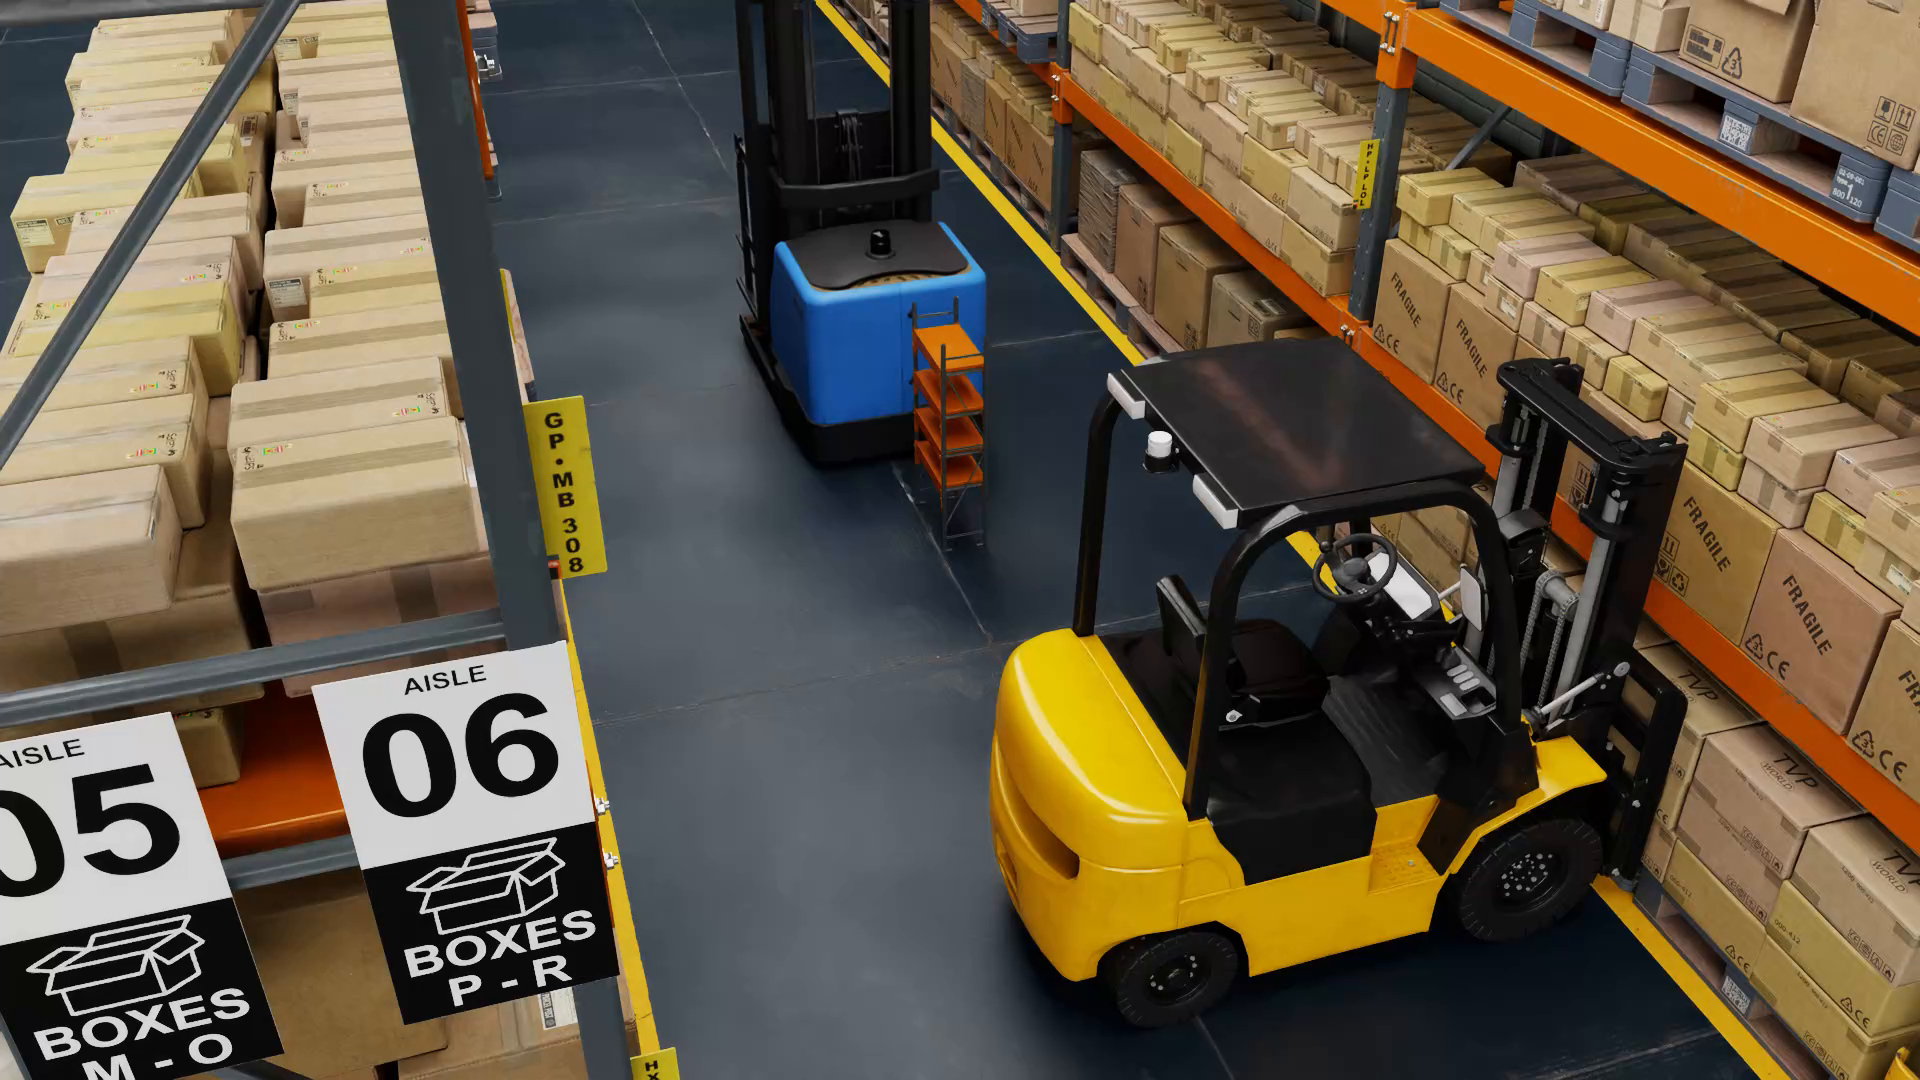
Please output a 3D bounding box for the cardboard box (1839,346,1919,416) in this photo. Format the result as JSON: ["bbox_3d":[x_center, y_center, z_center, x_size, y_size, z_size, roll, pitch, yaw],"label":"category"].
[{"bbox_3d":[3.390,-0.556,5.921,0.380,0.149,0.250,-11,35,-16],"label":"cardboard box"}]

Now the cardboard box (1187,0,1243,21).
[{"bbox_3d":[1.641,-3.318,10.371,0.380,0.149,0.250,-10,35,-15],"label":"cardboard box"}]

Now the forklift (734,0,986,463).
[{"bbox_3d":[-0.777,-2.459,9.813,1.130,2.935,3.031,-10,35,-15],"label":"forklift"}]

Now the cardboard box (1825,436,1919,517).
[{"bbox_3d":[3.057,-0.196,5.377,0.380,0.149,0.250,-10,35,-14],"label":"cardboard box"}]

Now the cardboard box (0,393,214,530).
[{"bbox_3d":[-1.570,-0.119,2.993,0.380,0.149,0.250,-9,35,-14],"label":"cardboard box"}]

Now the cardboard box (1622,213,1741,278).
[{"bbox_3d":[3.014,-1.230,6.942,0.380,0.149,0.250,-11,35,-16],"label":"cardboard box"}]

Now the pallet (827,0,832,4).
[{"bbox_3d":[-1.031,-5.985,17.617,1.003,0.211,1.213,-10,35,-15],"label":"pallet"}]

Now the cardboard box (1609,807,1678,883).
[{"bbox_3d":[2.851,1.045,6.561,0.500,0.250,0.500,-10,35,-14],"label":"cardboard box"}]

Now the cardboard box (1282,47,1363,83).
[{"bbox_3d":[2.038,-2.648,9.357,0.380,0.149,0.250,-10,35,-14],"label":"cardboard box"}]

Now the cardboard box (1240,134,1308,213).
[{"bbox_3d":[1.805,-1.936,8.642,0.500,0.250,0.500,-11,35,-16],"label":"cardboard box"}]

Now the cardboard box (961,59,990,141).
[{"bbox_3d":[0.327,-3.533,13.263,0.500,0.500,0.500,-11,35,-16],"label":"cardboard box"}]

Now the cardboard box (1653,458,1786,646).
[{"bbox_3d":[2.876,-0.006,5.947,0.500,0.500,0.500,-11,35,-16],"label":"cardboard box"}]

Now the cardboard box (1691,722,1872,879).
[{"bbox_3d":[2.983,0.892,5.886,0.500,0.250,0.500,-9,35,-14],"label":"cardboard box"}]

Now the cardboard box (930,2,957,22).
[{"bbox_3d":[-0.064,-4.544,14.205,0.380,0.149,0.250,-11,35,-16],"label":"cardboard box"}]

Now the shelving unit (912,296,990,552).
[{"bbox_3d":[-0.051,-0.587,8.551,0.258,1.200,0.503,-10,35,-15],"label":"shelving unit"}]

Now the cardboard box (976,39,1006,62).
[{"bbox_3d":[0.346,-3.865,13.176,0.380,0.149,0.250,-10,35,-15],"label":"cardboard box"}]

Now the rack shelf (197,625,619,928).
[{"bbox_3d":[-1.754,-0.371,4.523,1.077,0.370,4.000,-10,35,-15],"label":"rack shelf"}]

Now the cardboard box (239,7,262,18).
[{"bbox_3d":[-2.680,-2.116,6.266,0.500,0.250,0.500,-11,35,-16],"label":"cardboard box"}]

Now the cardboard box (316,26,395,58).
[{"bbox_3d":[-1.709,-1.430,4.977,0.380,0.149,0.250,-9,35,-13],"label":"cardboard box"}]

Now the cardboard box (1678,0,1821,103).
[{"bbox_3d":[2.856,-1.778,5.433,0.797,0.503,0.637,-9,34,-13],"label":"cardboard box"}]

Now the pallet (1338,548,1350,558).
[{"bbox_3d":[2.565,0.281,8.133,1.003,0.211,1.213,-10,35,-15],"label":"pallet"}]

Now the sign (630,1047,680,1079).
[{"bbox_3d":[-0.627,1.178,3.462,0.100,0.325,0.005,-10,35,-15],"label":"sign"}]

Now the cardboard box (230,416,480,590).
[{"bbox_3d":[-1.058,-0.070,2.919,0.380,0.149,0.250,-10,35,-15],"label":"cardboard box"}]

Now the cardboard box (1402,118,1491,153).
[{"bbox_3d":[2.427,-1.989,8.361,0.380,0.149,0.250,-11,35,-16],"label":"cardboard box"}]

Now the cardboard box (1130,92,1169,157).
[{"bbox_3d":[1.357,-2.536,10.003,0.500,0.250,0.500,-11,35,-16],"label":"cardboard box"}]

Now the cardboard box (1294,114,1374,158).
[{"bbox_3d":[1.926,-2.031,8.424,0.380,0.149,0.250,-10,35,-15],"label":"cardboard box"}]

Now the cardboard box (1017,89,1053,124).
[{"bbox_3d":[0.637,-3.165,12.116,0.380,0.149,0.250,-12,35,-17],"label":"cardboard box"}]

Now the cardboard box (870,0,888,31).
[{"bbox_3d":[-0.637,-4.972,15.653,0.396,0.266,0.258,-9,34,-13],"label":"cardboard box"}]

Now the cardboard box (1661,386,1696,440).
[{"bbox_3d":[2.805,-0.470,6.061,0.380,0.149,0.250,-10,35,-15],"label":"cardboard box"}]

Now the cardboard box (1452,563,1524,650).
[{"bbox_3d":[2.513,0.292,7.246,0.500,0.250,0.500,-10,35,-15],"label":"cardboard box"}]

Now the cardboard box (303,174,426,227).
[{"bbox_3d":[-1.342,-0.751,3.949,0.380,0.149,0.250,-9,35,-13],"label":"cardboard box"}]

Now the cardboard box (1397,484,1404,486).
[{"bbox_3d":[2.211,-0.445,7.909,0.500,0.250,0.500,-11,35,-15],"label":"cardboard box"}]

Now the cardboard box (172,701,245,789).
[{"bbox_3d":[-1.519,0.343,3.017,0.380,0.149,0.250,-10,35,-15],"label":"cardboard box"}]

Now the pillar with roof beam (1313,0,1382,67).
[{"bbox_3d":[-1.702,-4.653,7.629,9.100,9.000,0.400,-10,35,-15],"label":"pillar with roof beam"}]

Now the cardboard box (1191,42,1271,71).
[{"bbox_3d":[1.534,-2.706,9.445,0.380,0.149,0.250,-10,35,-15],"label":"cardboard box"}]

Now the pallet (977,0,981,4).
[{"bbox_3d":[0.544,-4.347,12.782,1.003,0.211,1.213,-10,35,-15],"label":"pallet"}]

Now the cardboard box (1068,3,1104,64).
[{"bbox_3d":[1.021,-3.275,10.667,0.500,0.250,0.500,-10,35,-15],"label":"cardboard box"}]

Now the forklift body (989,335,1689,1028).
[{"bbox_3d":[1.266,0.459,6.105,2.313,2.155,1.214,-10,35,-15],"label":"forklift body"}]

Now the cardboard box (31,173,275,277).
[{"bbox_3d":[-2.028,-0.707,4.244,0.500,0.250,0.500,-10,35,-14],"label":"cardboard box"}]

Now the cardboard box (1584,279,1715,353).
[{"bbox_3d":[2.645,-0.863,6.386,0.380,0.149,0.250,-10,35,-15],"label":"cardboard box"}]

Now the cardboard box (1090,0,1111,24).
[{"bbox_3d":[1.041,-3.362,10.439,0.380,0.149,0.250,-9,35,-14],"label":"cardboard box"}]

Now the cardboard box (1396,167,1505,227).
[{"bbox_3d":[2.177,-1.526,7.390,0.380,0.149,0.250,-9,35,-14],"label":"cardboard box"}]

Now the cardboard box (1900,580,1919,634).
[{"bbox_3d":[3.103,0.217,5.022,0.380,0.149,0.250,-9,35,-14],"label":"cardboard box"}]

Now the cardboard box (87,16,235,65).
[{"bbox_3d":[-2.400,-1.457,5.018,0.380,0.149,0.250,-11,35,-16],"label":"cardboard box"}]

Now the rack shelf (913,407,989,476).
[{"bbox_3d":[-0.051,-0.531,8.588,0.258,0.148,0.480,-10,35,-15],"label":"rack shelf"}]

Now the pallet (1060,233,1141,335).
[{"bbox_3d":[1.356,-1.805,11.290,1.003,0.211,1.213,-10,35,-15],"label":"pallet"}]

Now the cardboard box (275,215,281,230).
[{"bbox_3d":[-1.507,-0.797,4.381,0.500,0.250,0.500,-9,35,-14],"label":"cardboard box"}]

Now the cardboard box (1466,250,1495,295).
[{"bbox_3d":[2.395,-1.140,7.075,0.380,0.149,0.250,-10,35,-15],"label":"cardboard box"}]

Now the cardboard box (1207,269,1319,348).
[{"bbox_3d":[1.963,-1.172,9.576,0.875,0.625,0.625,-10,35,-15],"label":"cardboard box"}]

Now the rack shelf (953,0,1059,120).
[{"bbox_3d":[0.532,-4.157,12.972,1.077,0.370,4.000,-10,35,-15],"label":"rack shelf"}]

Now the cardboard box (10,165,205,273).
[{"bbox_3d":[-2.028,-0.777,3.988,0.380,0.149,0.250,-9,35,-14],"label":"cardboard box"}]
